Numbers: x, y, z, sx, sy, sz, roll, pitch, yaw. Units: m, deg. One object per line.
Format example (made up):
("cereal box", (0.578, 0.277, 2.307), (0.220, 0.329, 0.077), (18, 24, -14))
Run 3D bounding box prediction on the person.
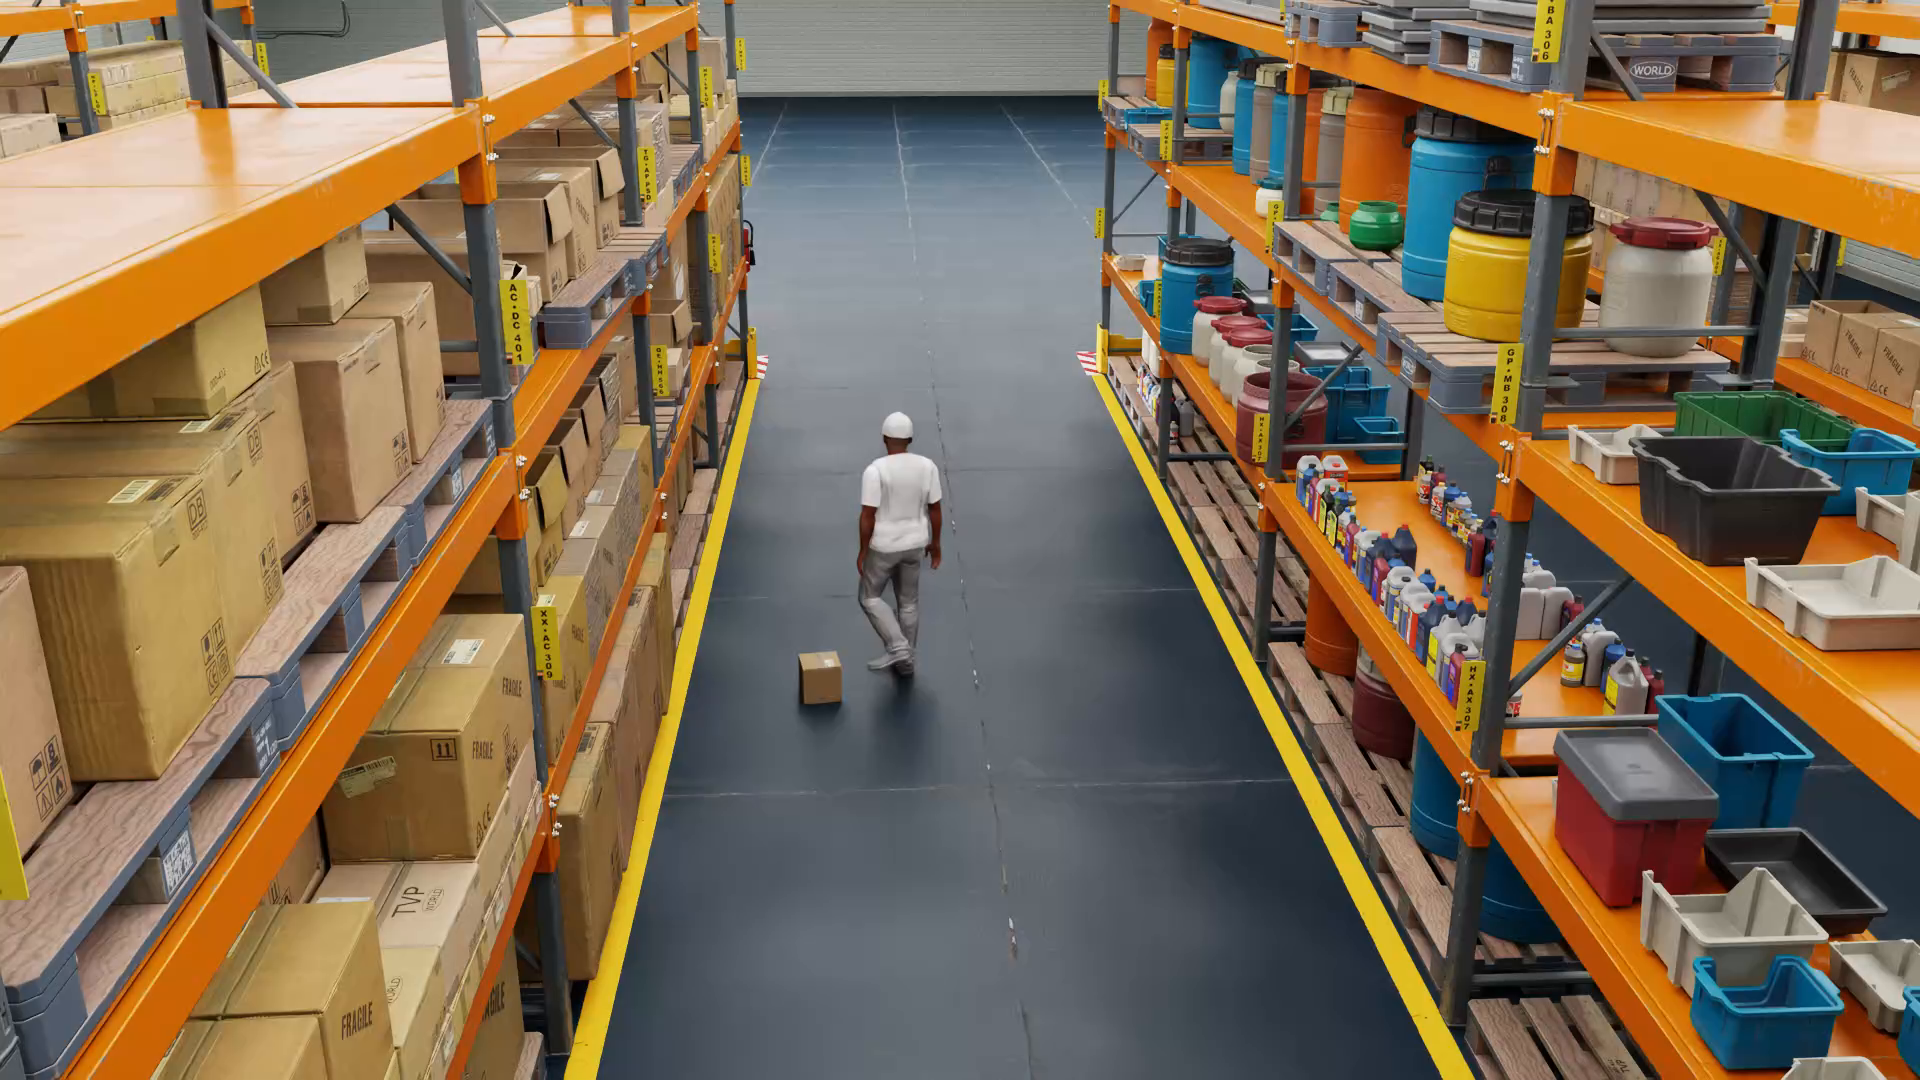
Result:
("person", (-0.390, 0.051, 10.893), (0.620, 1.760, 0.562), (-10, 23, -26))
